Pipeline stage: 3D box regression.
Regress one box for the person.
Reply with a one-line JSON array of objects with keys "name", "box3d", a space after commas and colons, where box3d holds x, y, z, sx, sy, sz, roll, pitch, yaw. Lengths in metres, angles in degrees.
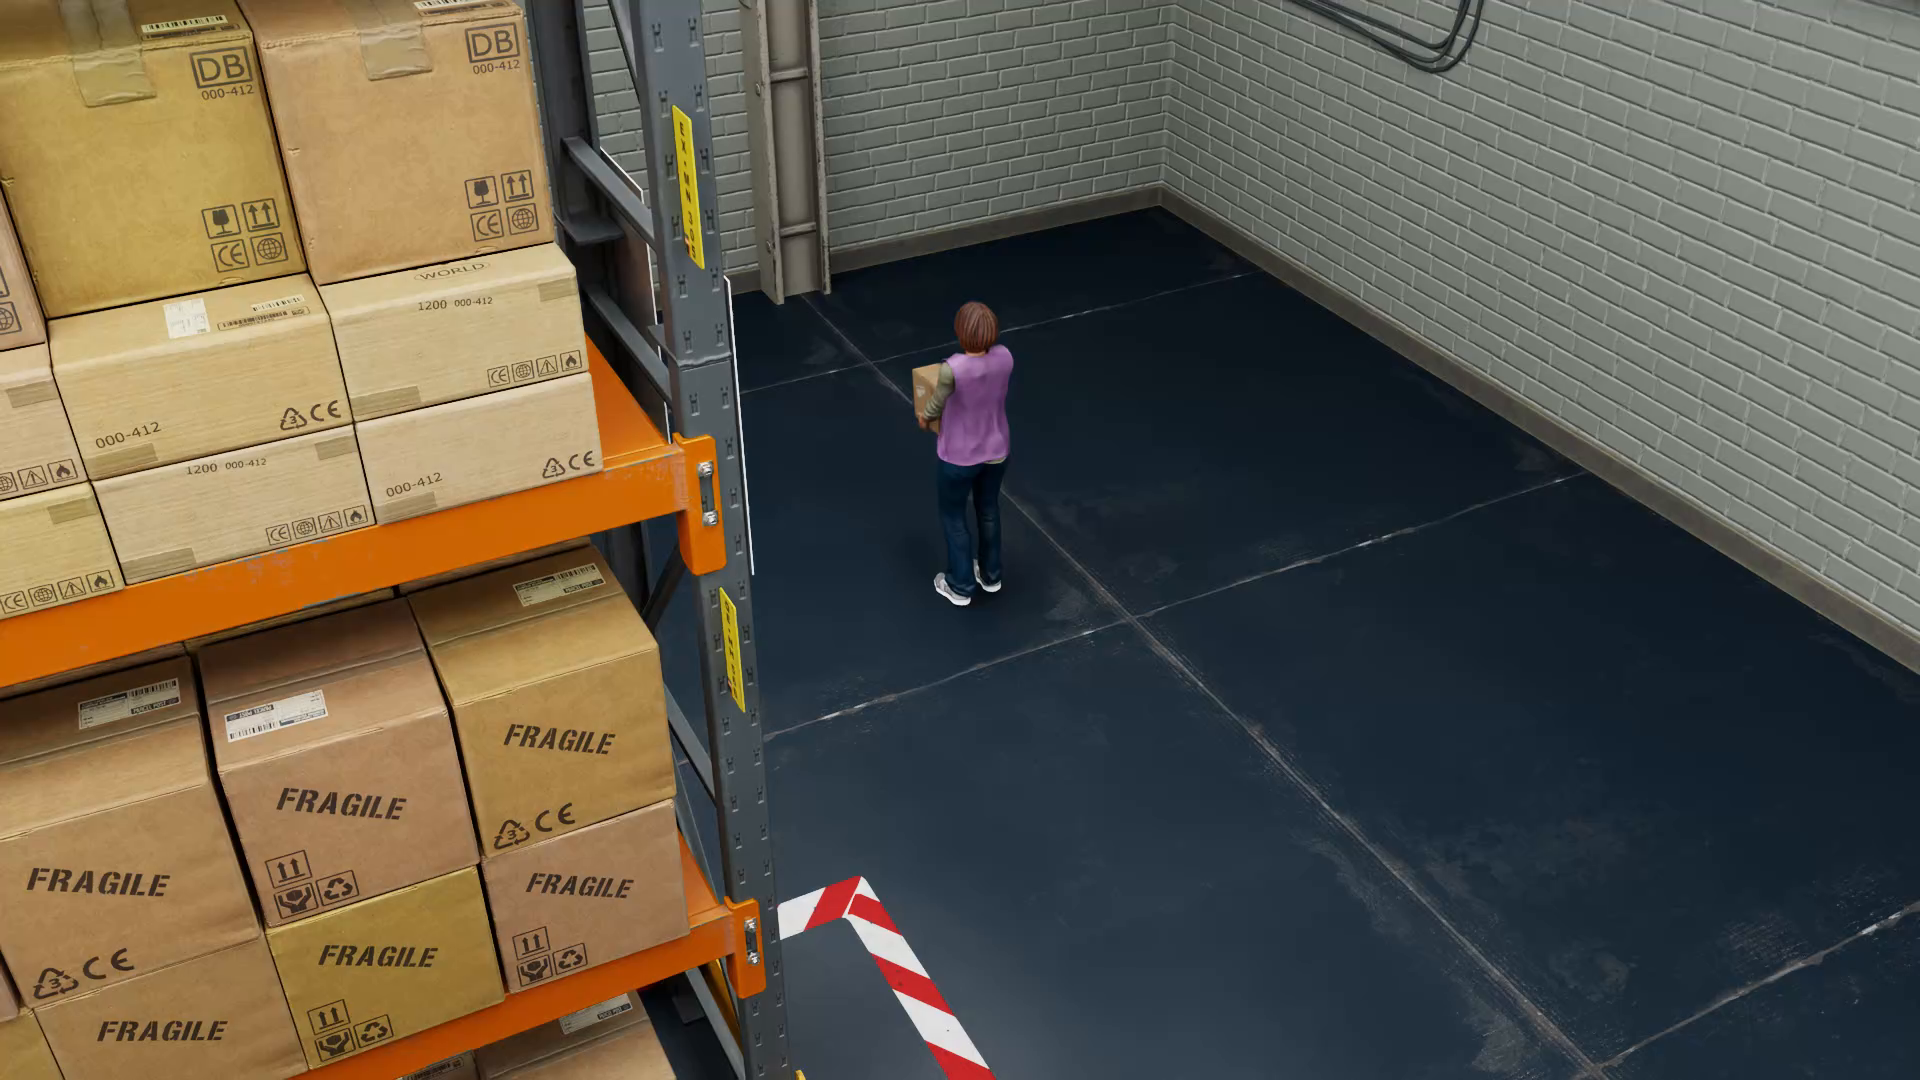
[{"name": "person", "box3d": [0.047, -0.404, 7.760, 0.485, 1.593, 0.343, -18, 38, -25]}]
